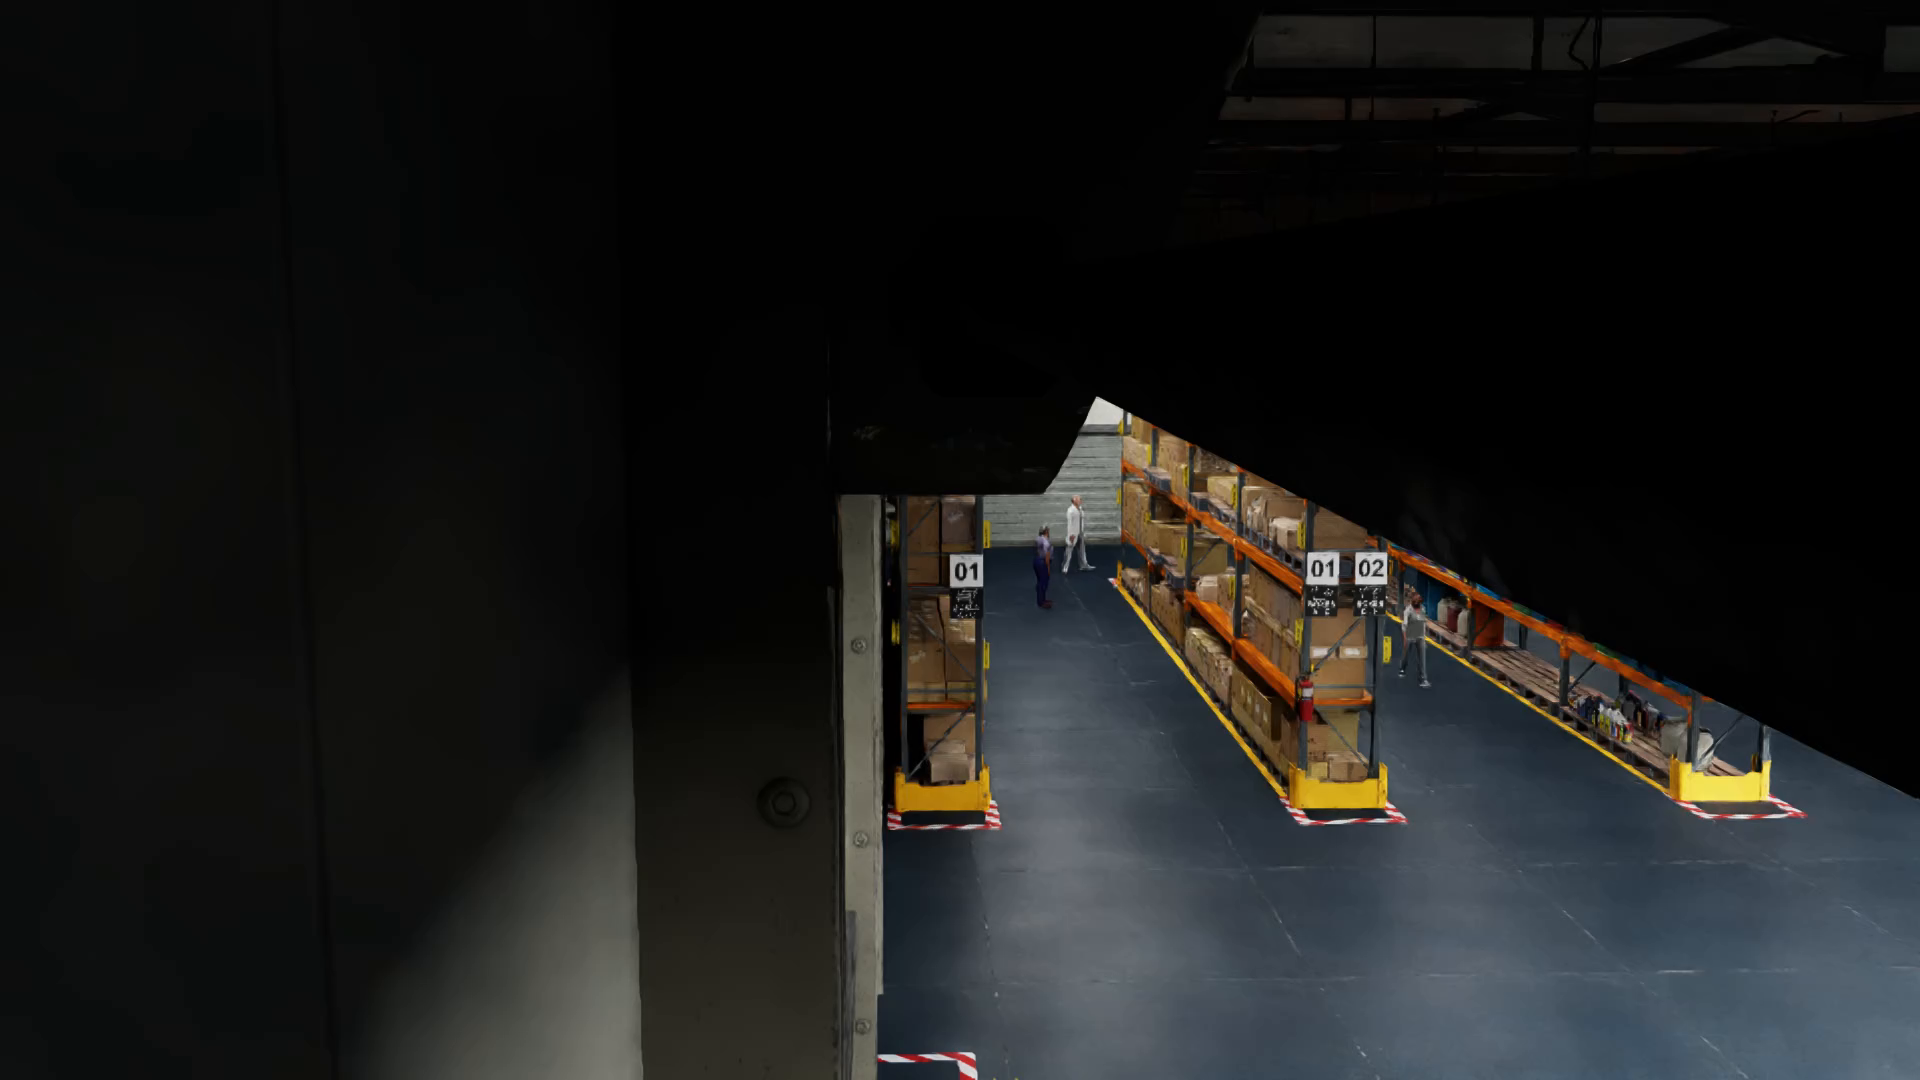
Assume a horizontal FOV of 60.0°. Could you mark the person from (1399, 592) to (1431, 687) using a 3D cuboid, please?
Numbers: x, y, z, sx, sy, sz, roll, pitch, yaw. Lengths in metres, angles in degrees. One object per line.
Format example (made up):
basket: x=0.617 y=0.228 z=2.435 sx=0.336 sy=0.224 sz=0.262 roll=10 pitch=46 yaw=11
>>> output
person: x=7.400 y=1.586 z=27.123 sx=0.417 sy=1.504 sz=1.037 roll=0 pitch=8 yaw=0

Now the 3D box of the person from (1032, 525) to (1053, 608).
person: x=1.730 y=0.521 z=33.841 sx=0.447 sy=1.657 sz=0.578 roll=-3 pitch=9 yaw=-21

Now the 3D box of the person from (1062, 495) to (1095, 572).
person: x=2.661 y=-0.166 z=38.029 sx=0.580 sy=1.769 sz=0.771 roll=6 pitch=10 yaw=35
